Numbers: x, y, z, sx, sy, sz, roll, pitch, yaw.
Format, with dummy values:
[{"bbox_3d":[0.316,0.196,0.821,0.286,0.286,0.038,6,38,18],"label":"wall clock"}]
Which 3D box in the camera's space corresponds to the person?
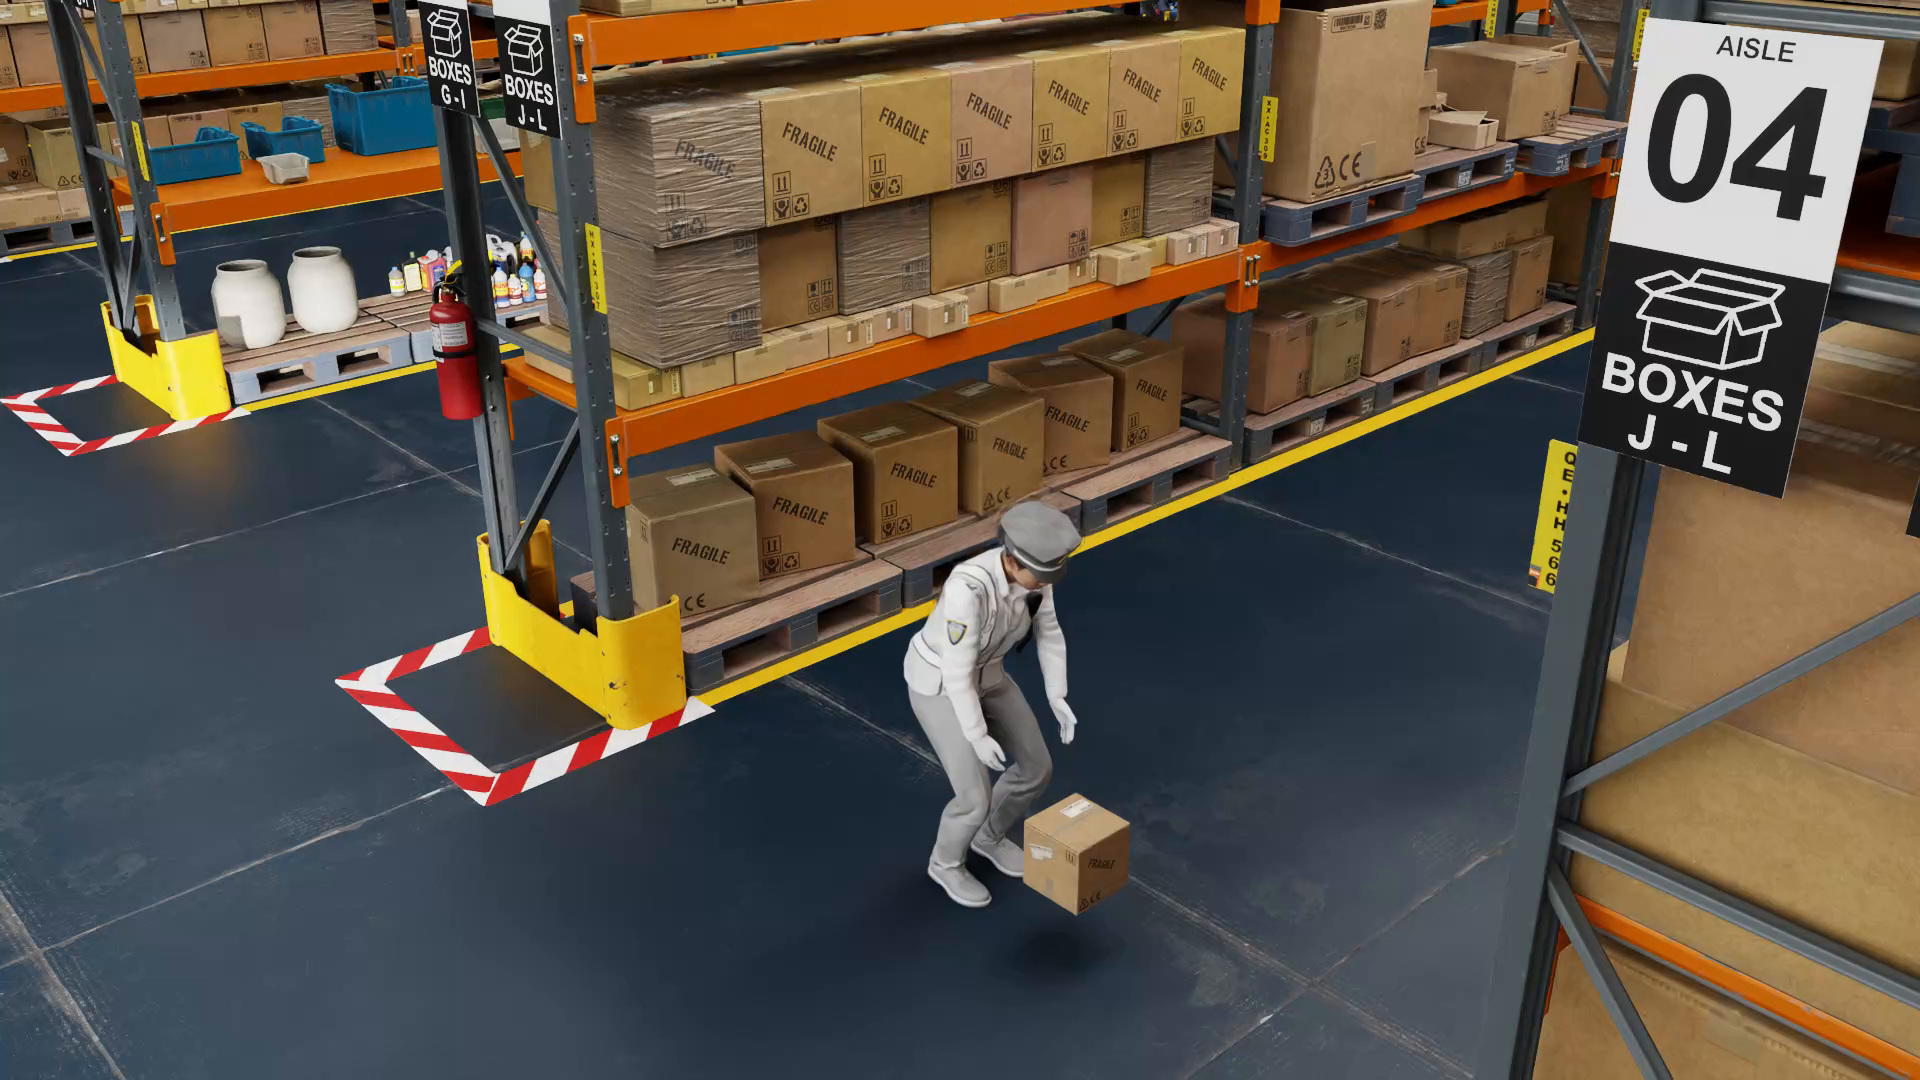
[{"bbox_3d":[0.122,0.534,5.668,0.532,1.479,0.633,-21,32,-38],"label":"person"}]
